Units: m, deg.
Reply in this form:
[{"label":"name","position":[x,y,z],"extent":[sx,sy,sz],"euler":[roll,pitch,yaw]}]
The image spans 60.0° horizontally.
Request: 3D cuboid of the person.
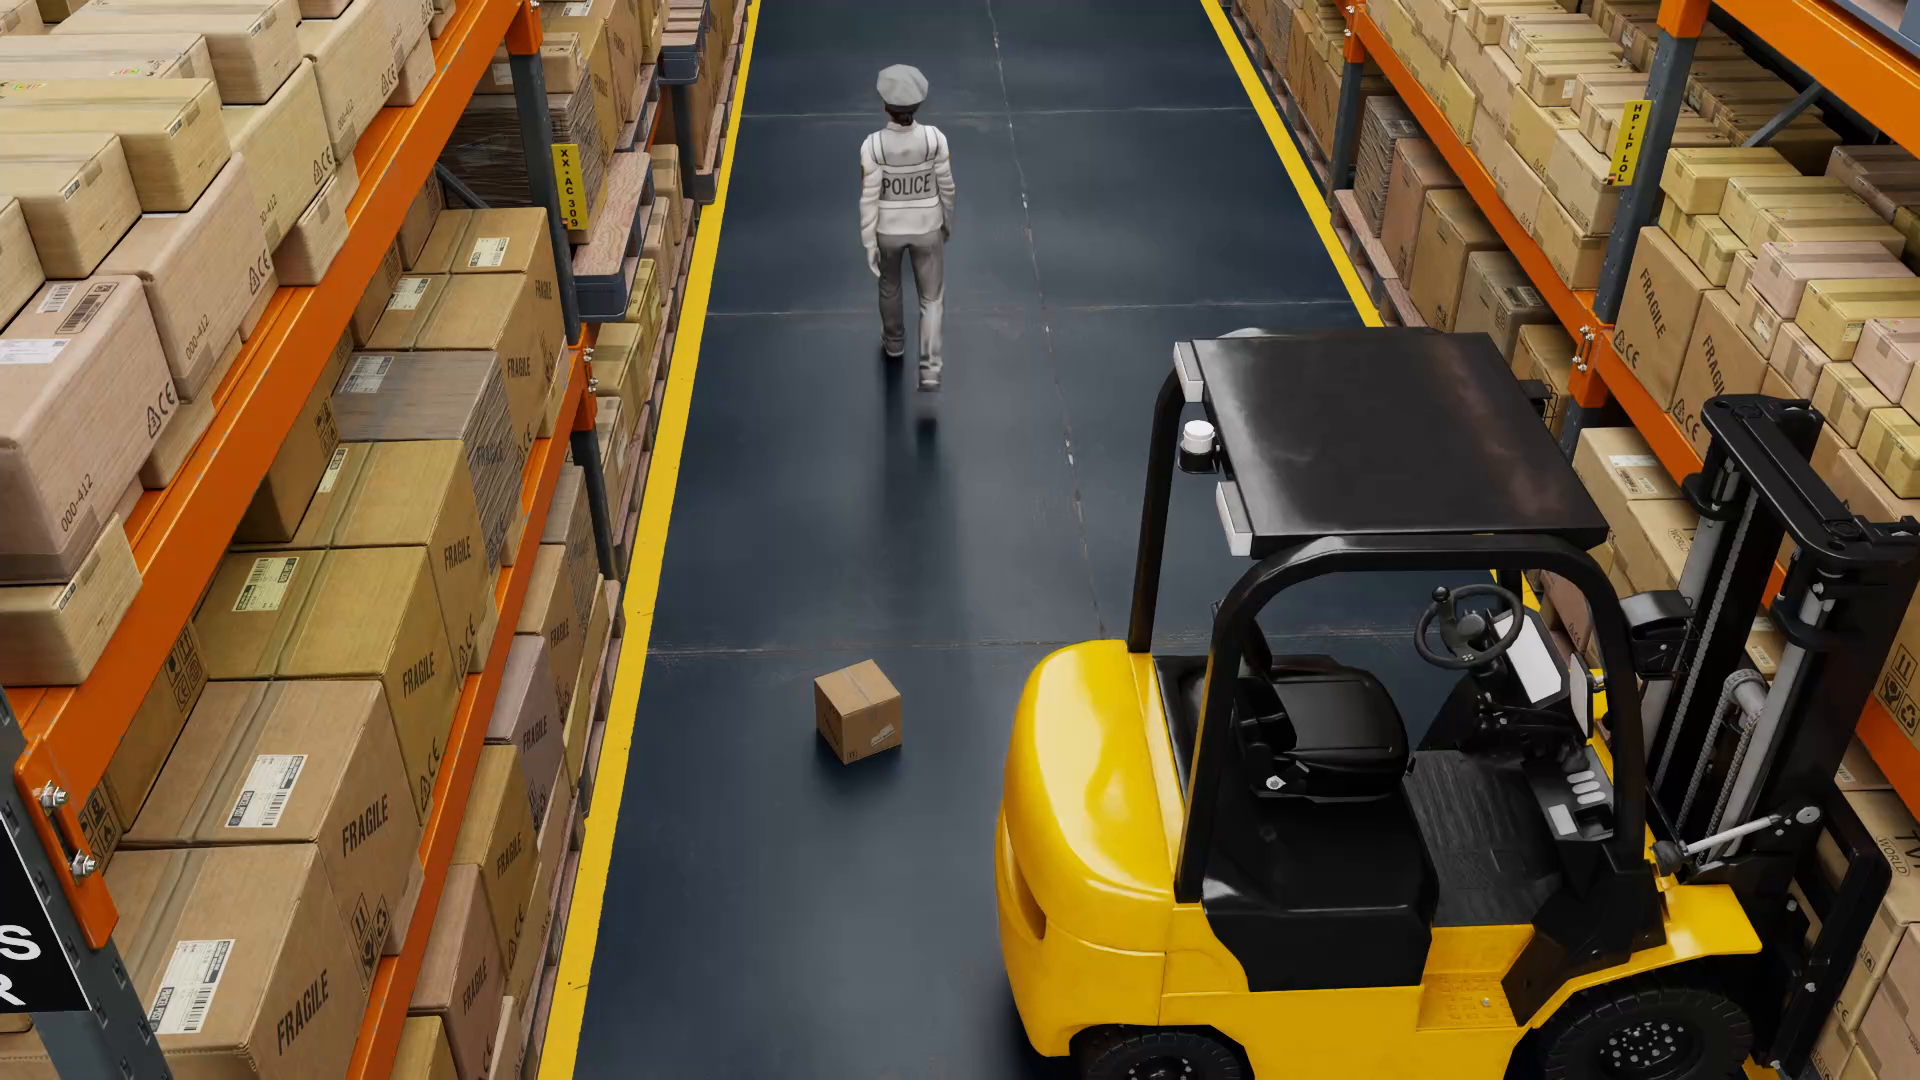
[{"label":"person","position":[-0.258,-1.543,8.276],"extent":[0.479,1.647,0.938],"euler":[-3,36,-4]}]
